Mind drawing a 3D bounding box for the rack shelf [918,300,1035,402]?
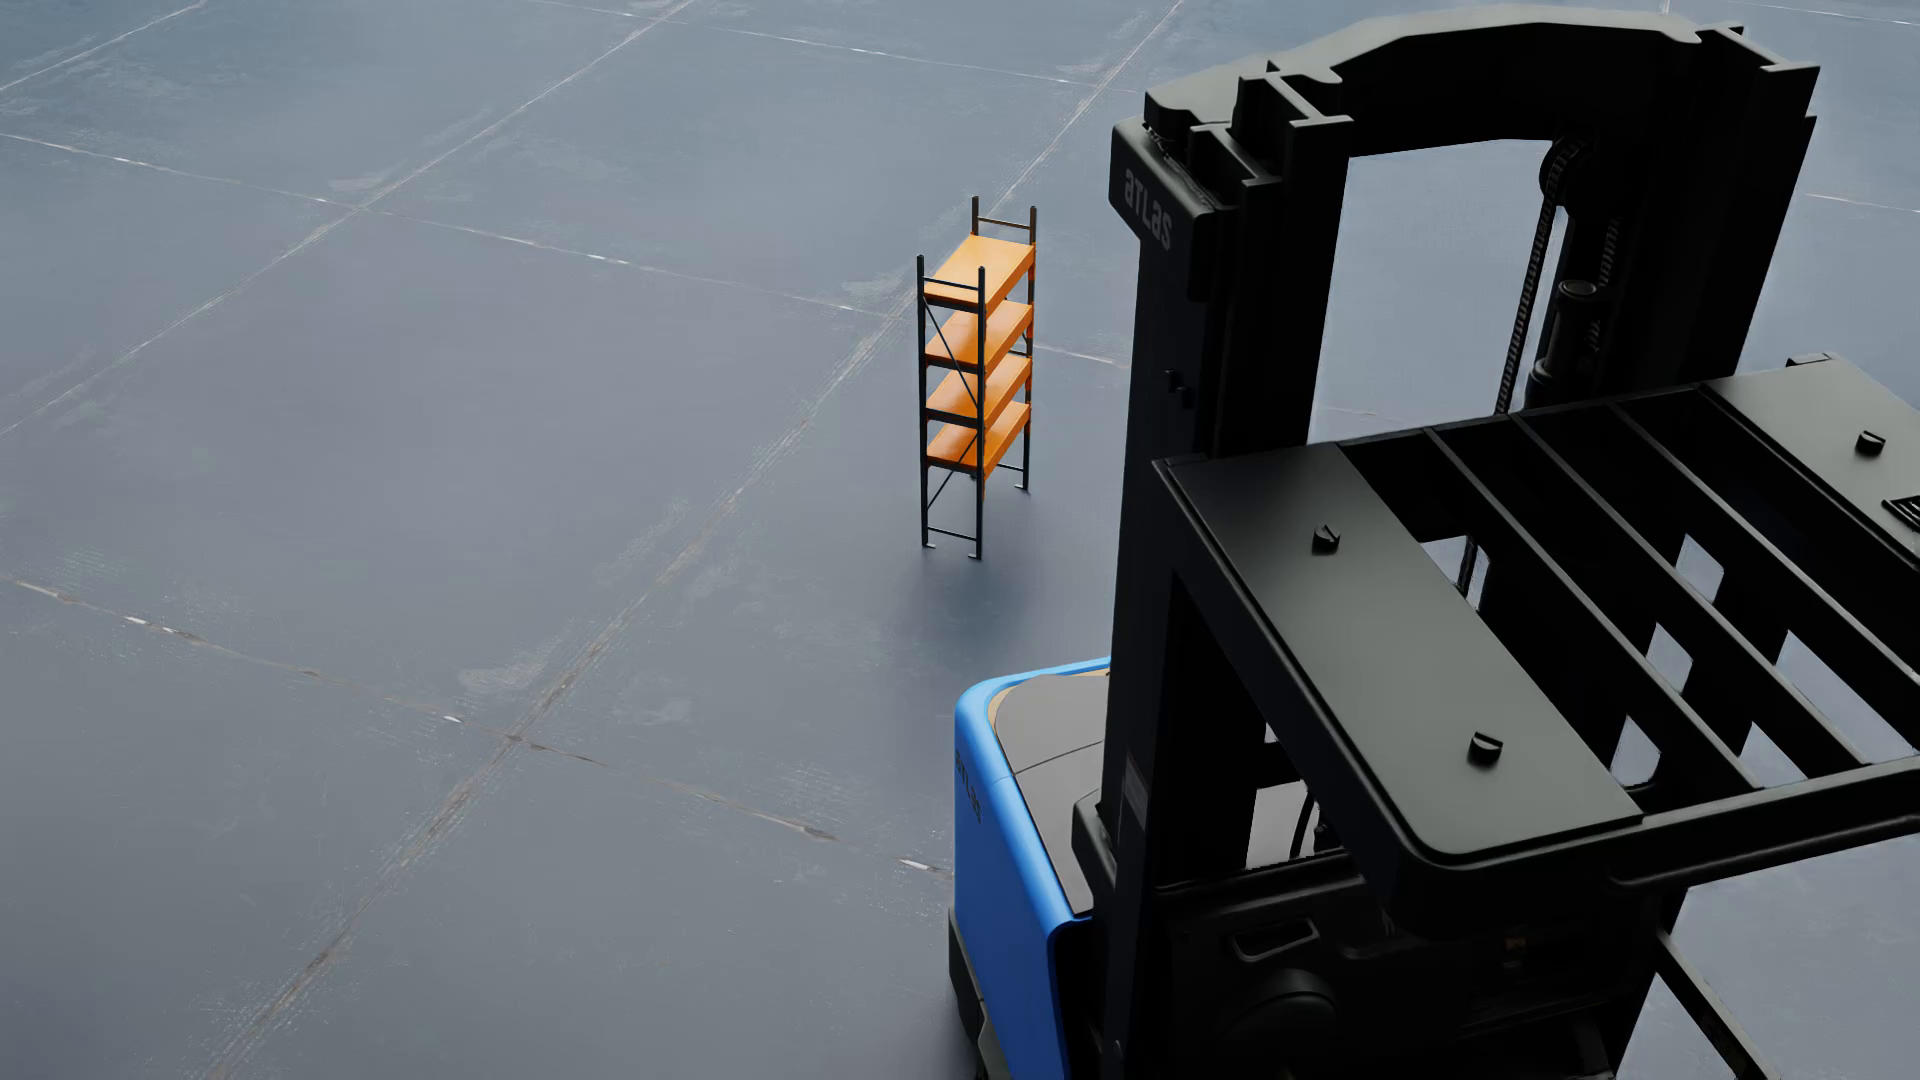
[{"bbox_3d":[0.063,-0.698,5.920,0.258,0.148,0.480,14,39,18],"label":"rack shelf"}]

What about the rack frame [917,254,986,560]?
[{"bbox_3d":[-0.030,-0.437,5.833,0.240,1.200,0.015,14,39,18],"label":"rack frame"}]

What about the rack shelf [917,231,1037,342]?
[{"bbox_3d":[0.063,-0.887,5.778,0.258,0.148,0.480,14,39,18],"label":"rack shelf"}]

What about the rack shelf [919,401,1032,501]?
[{"bbox_3d":[0.063,-0.359,6.173,0.258,0.148,0.480,14,39,18],"label":"rack shelf"}]

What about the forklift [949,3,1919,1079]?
[{"bbox_3d":[0.859,0.804,2.726,1.130,2.935,3.031,-10,38,-12],"label":"forklift"}]

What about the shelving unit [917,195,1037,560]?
[{"bbox_3d":[0.063,-0.572,6.013,0.258,1.200,0.503,14,39,18],"label":"shelving unit"}]

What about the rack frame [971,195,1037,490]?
[{"bbox_3d":[0.156,-0.707,6.194,0.240,1.200,0.015,14,39,18],"label":"rack frame"}]

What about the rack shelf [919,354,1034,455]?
[{"bbox_3d":[0.063,-0.518,6.054,0.258,0.148,0.480,14,39,18],"label":"rack shelf"}]
